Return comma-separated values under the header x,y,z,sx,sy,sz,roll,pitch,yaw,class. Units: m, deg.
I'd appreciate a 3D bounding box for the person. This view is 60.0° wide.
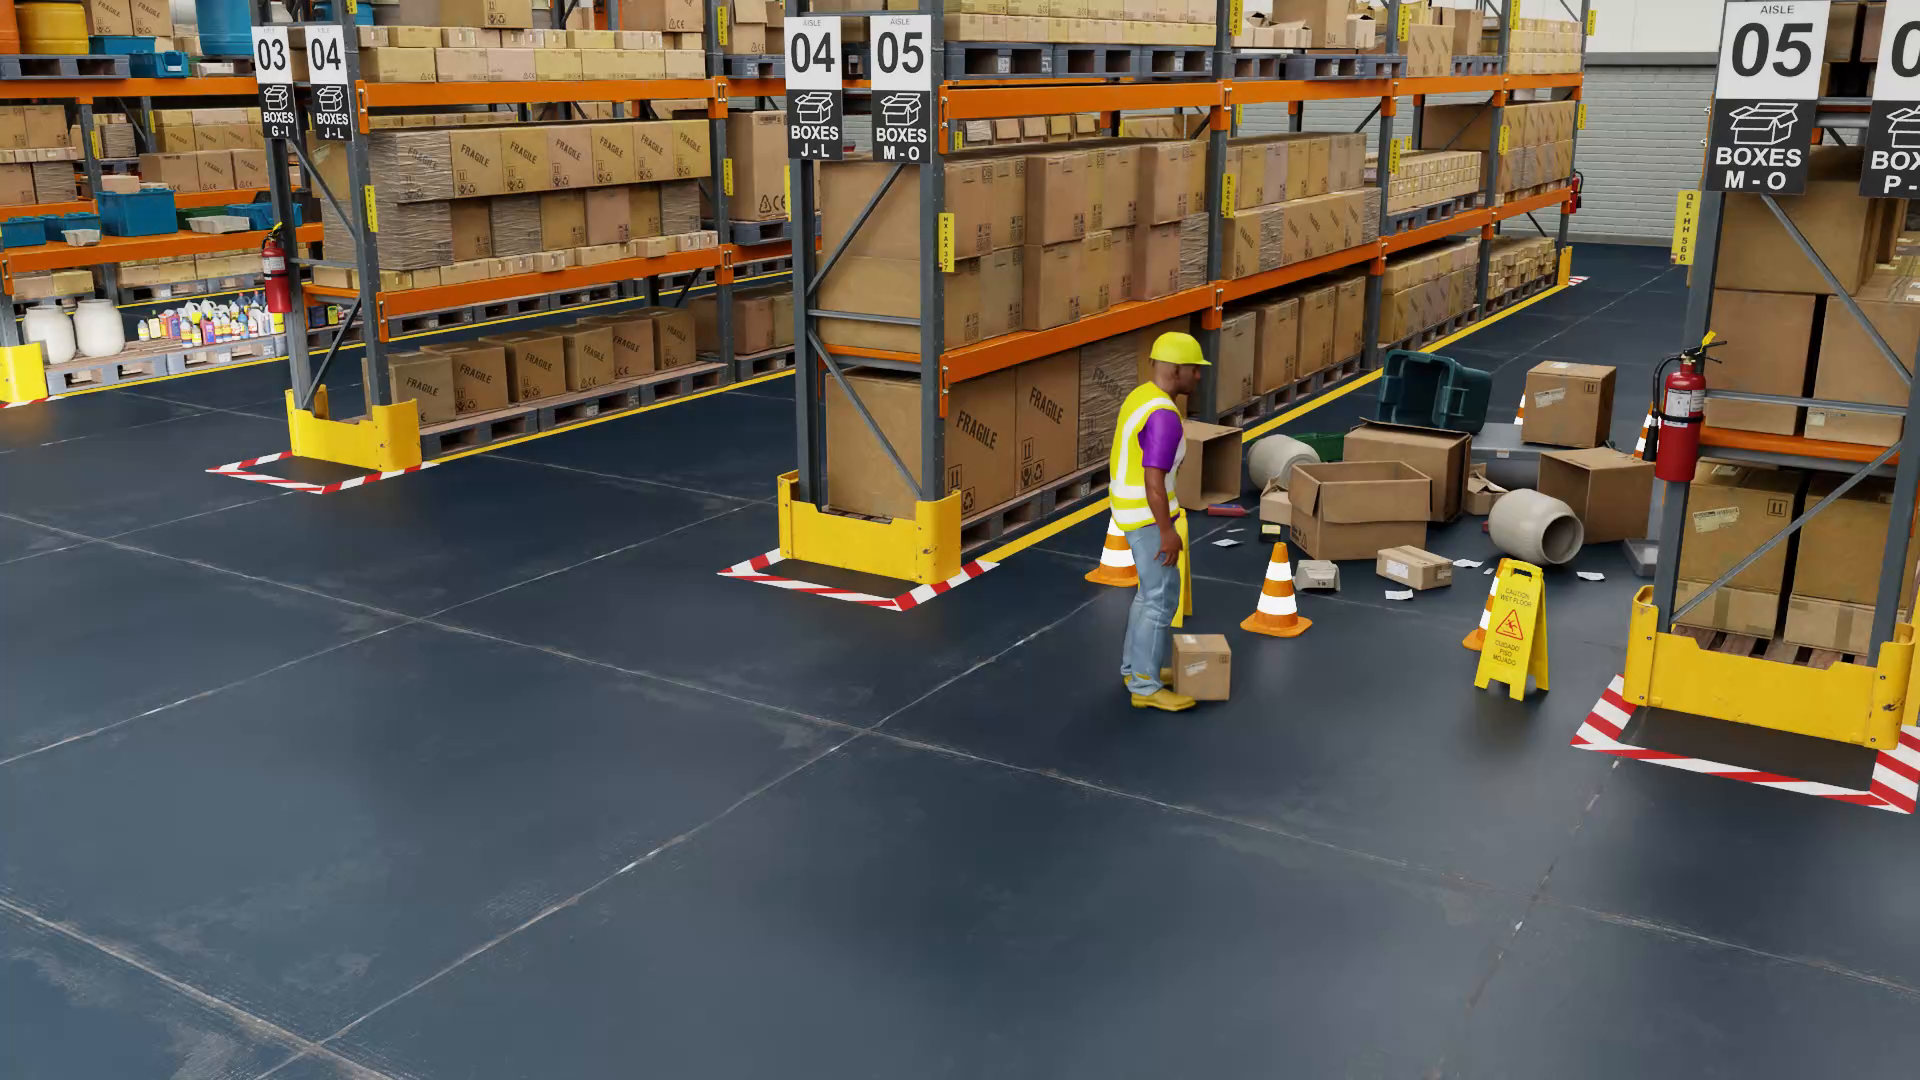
x,y,z,sx,sy,sz,roll,pitch,yaw,class
0.936,-0.105,7.867,0.461,1.759,0.619,0,16,-1,person
